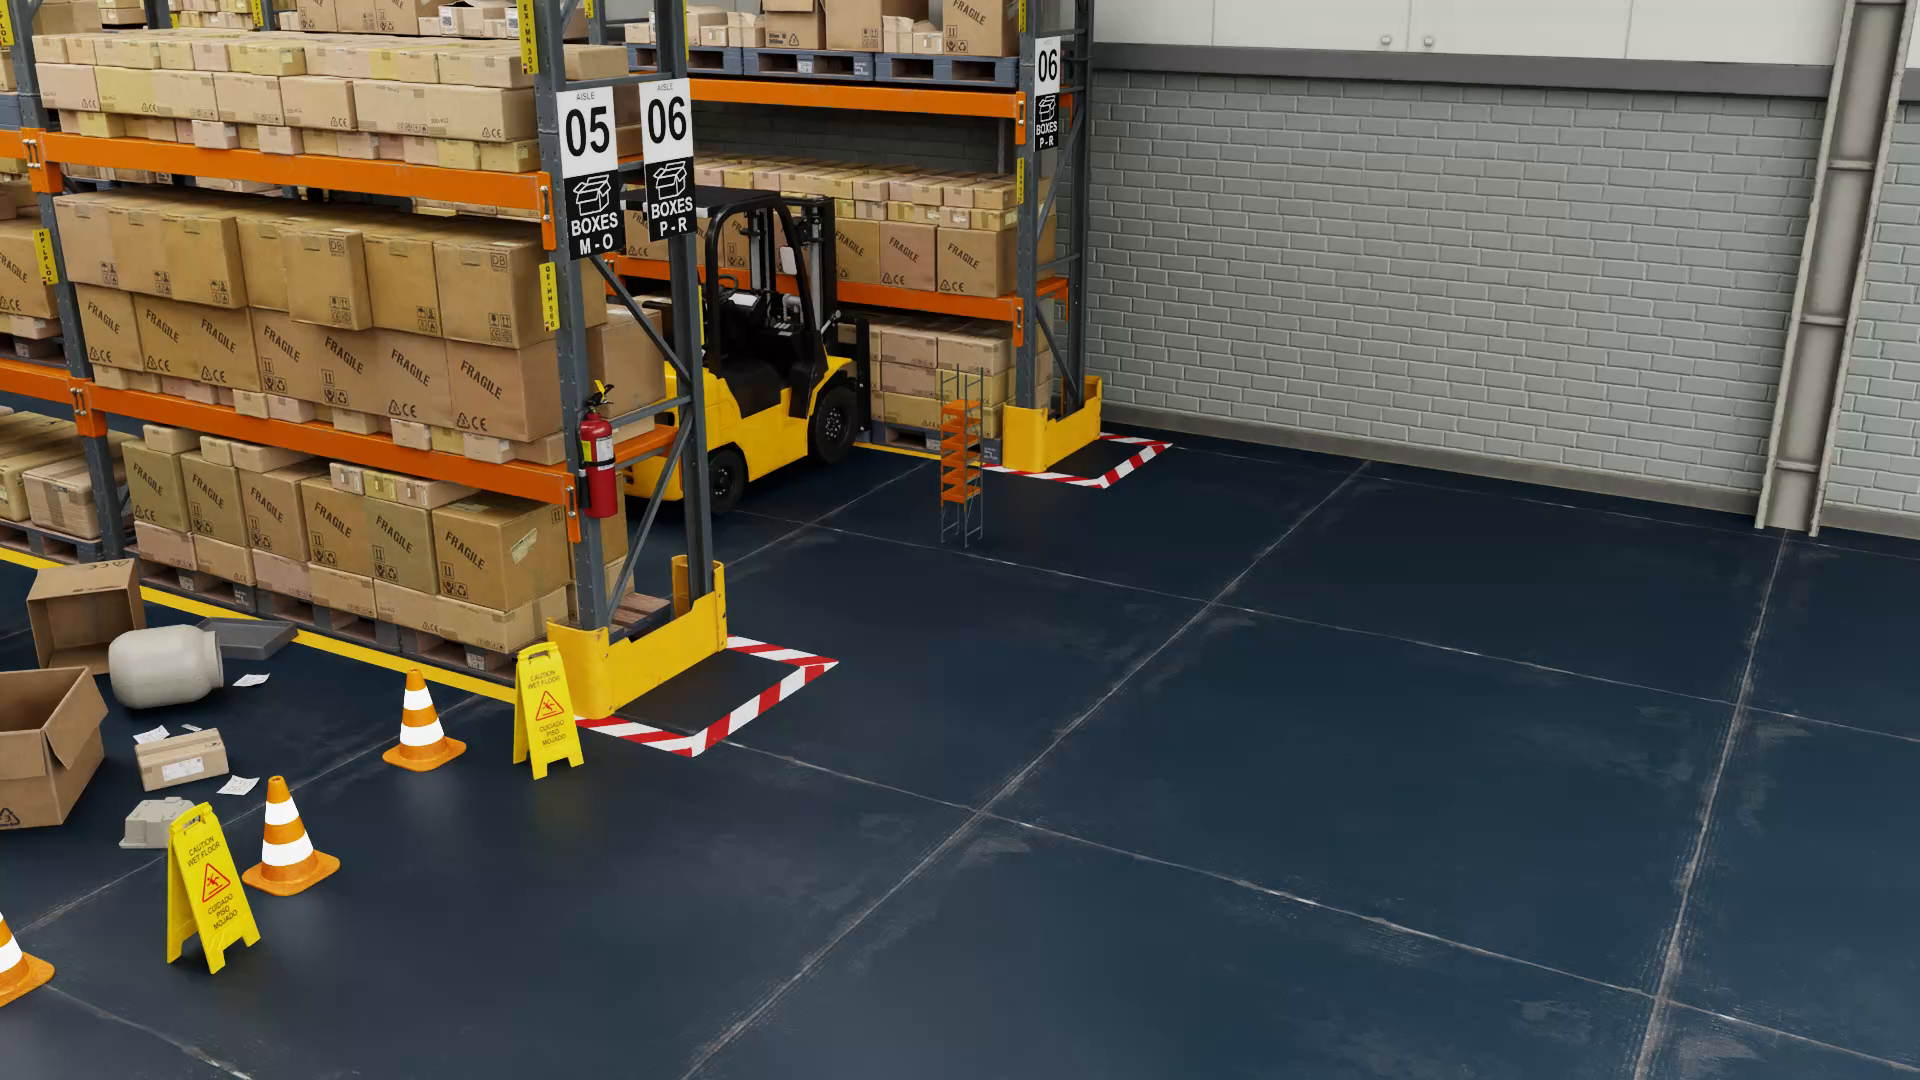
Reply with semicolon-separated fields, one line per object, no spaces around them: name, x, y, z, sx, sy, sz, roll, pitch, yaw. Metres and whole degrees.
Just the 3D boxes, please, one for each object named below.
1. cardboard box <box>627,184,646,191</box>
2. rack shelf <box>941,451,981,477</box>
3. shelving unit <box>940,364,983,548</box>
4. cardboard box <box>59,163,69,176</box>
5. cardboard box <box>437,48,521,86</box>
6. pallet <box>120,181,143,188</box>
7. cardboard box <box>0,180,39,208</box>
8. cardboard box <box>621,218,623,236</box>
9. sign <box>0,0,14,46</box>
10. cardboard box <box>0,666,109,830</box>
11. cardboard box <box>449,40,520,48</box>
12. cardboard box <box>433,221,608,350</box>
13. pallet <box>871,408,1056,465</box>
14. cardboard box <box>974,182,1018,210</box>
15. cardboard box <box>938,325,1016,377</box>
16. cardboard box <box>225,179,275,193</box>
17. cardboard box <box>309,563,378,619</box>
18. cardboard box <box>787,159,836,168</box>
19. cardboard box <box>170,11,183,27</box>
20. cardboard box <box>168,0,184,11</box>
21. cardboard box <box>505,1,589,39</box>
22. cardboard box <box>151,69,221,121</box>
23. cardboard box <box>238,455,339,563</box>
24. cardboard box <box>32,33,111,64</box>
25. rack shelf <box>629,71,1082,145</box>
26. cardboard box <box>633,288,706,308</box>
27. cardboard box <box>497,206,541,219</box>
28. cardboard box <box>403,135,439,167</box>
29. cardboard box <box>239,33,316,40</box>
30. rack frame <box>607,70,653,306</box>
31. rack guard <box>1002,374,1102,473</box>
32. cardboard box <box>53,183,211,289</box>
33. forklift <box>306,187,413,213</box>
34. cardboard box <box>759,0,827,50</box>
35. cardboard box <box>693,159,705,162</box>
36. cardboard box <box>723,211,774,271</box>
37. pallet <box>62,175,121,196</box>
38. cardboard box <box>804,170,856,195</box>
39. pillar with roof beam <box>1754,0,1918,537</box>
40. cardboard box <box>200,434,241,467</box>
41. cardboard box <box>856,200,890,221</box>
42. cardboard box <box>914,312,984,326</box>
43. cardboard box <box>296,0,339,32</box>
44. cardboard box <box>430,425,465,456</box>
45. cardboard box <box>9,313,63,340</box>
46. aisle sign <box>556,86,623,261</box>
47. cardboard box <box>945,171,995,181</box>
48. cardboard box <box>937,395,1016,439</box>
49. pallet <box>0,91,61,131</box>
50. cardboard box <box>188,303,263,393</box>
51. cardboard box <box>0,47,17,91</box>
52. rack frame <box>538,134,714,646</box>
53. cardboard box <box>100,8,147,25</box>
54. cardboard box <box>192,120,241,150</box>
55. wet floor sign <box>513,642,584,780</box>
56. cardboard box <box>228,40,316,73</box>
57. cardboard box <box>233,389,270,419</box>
cardboard box;-2.622;-3.010;14.165;0.250;0.149;0.380;10;22;26
rack shelf;0.013;-0.520;11.169;0.180;0.103;0.258;11;23;27
shelving unit;0.013;-0.562;11.154;0.189;1.200;0.258;11;23;27
cardboard box;-9.443;-4.217;17.829;0.500;0.500;0.700;11;23;29
cardboard box;-2.343;-2.335;8.204;0.250;0.149;0.380;11;23;28
pallet;-7.964;-3.686;17.409;1.213;0.211;1.003;11;23;27
cardboard box;-6.426;-2.333;11.249;0.250;0.149;0.380;12;23;30
cardboard box;-3.339;-2.724;14.697;0.500;0.250;0.500;11;23;29
sign;-5.457;-2.983;9.456;0.005;0.325;0.100;11;23;27
cardboard box;-4.465;0.990;7.899;0.637;0.503;0.797;-4;20;-10
cardboard box;-2.507;-2.593;8.915;0.250;0.149;0.380;11;23;27
cardboard box;-2.249;-1.322;8.562;0.500;0.500;0.700;10;22;26
pallet;0.032;-0.928;13.613;1.213;0.211;1.003;11;23;27
cardboard box;0.305;-2.612;12.634;0.250;0.149;0.380;11;23;27
cardboard box;0.166;-1.482;13.003;0.500;0.250;0.500;12;23;29
cardboard box;-7.024;-3.529;16.446;0.250;0.149;0.380;11;23;28
cardboard box;-3.442;0.221;9.772;0.500;0.250;0.500;10;22;25
cardboard box;-1.243;-3.095;13.965;0.250;0.149;0.380;11;22;27
cardboard box;-7.556;-5.153;16.409;0.250;0.149;0.380;11;23;28
cardboard box;-7.619;-5.265;16.280;0.250;0.149;0.380;10;22;26
cardboard box;-3.522;-4.449;14.202;0.500;0.311;0.500;10;22;26
cardboard box;-4.053;-2.465;9.147;0.500;0.250;0.500;11;23;28
cardboard box;-3.881;-0.217;9.882;0.500;0.500;0.500;12;23;30
cardboard box;-5.073;-2.828;9.563;0.250;0.149;0.380;10;22;26
rack shelf;-1.026;-3.528;13.349;4.000;0.370;1.077;11;23;27
cardboard box;-2.502;-1.990;14.402;0.500;0.250;0.500;10;22;26
cardboard box;-3.778;-3.042;14.840;0.500;0.250;0.500;10;22;26
cardboard box;-2.594;-2.000;8.448;0.250;0.149;0.380;12;23;29
cardboard box;-3.889;-2.821;9.544;0.250;0.149;0.380;10;22;26
rack frame;-2.772;-2.789;14.655;0.127;3.000;1.000;11;23;27
rack guard;0.741;-0.945;13.236;0.348;0.500;1.175;11;23;27
cardboard box;-4.911;-1.830;9.962;0.500;0.500;0.700;11;22;27
forklift;-4.840;-1.919;12.358;3.031;2.935;1.130;-14;24;-33
cardboard box;-1.122;-4.137;13.058;0.637;0.503;0.797;12;23;29
cardboard box;-2.357;-3.128;14.056;0.250;0.149;0.380;11;23;28
cardboard box;-1.606;-2.519;13.764;0.500;0.500;0.500;11;22;27
pallet;-9.111;-3.864;17.899;1.213;0.211;1.003;11;23;27
cardboard box;-1.037;-2.866;13.332;0.250;0.149;0.380;11;23;28
pillar with roof beam;3.691;-3.049;6.573;0.400;9.000;9.100;11;23;27
cardboard box;-4.276;-0.571;9.906;0.250;0.149;0.380;12;23;29
cardboard box;-0.620;-2.620;13.091;0.250;0.149;0.380;10;22;26
cardboard box;-0.045;-1.717;13.650;0.500;0.250;0.500;11;23;27
cardboard box;-5.750;-4.963;15.339;0.500;0.500;0.500;11;23;28
cardboard box;-2.616;-0.584;8.945;0.250;0.149;0.380;10;22;26
cardboard box;-5.773;-1.393;10.560;0.250;0.149;0.380;11;23;28
aisle sign;-1.784;-1.771;8.036;0.004;0.787;0.394;11;23;27
cardboard box;0.082;-2.828;13.229;0.250;0.149;0.380;11;23;28
cardboard box;0.156;-1.013;13.175;0.500;0.250;0.500;11;23;28
pallet;-5.676;-2.767;10.471;1.003;0.211;1.213;11;23;27
cardboard box;-4.059;-1.177;9.629;0.500;0.500;0.500;11;22;27
cardboard box;-5.770;-2.902;10.171;0.500;0.250;0.500;10;22;26
rack frame;-1.697;-0.645;8.746;0.127;3.000;1.000;11;23;27
cardboard box;-8.334;-5.240;16.618;0.250;0.149;0.380;11;23;28
cardboard box;-3.954;-2.237;9.104;0.250;0.149;0.380;10;22;26
wet floor sign;-2.053;0.811;8.182;0.267;0.644;0.232;-16;26;-38
cardboard box;-3.676;-2.594;8.918;0.250;0.149;0.380;11;23;28
cardboard box;-3.958;-0.829;9.621;0.250;0.149;0.380;11;23;28
